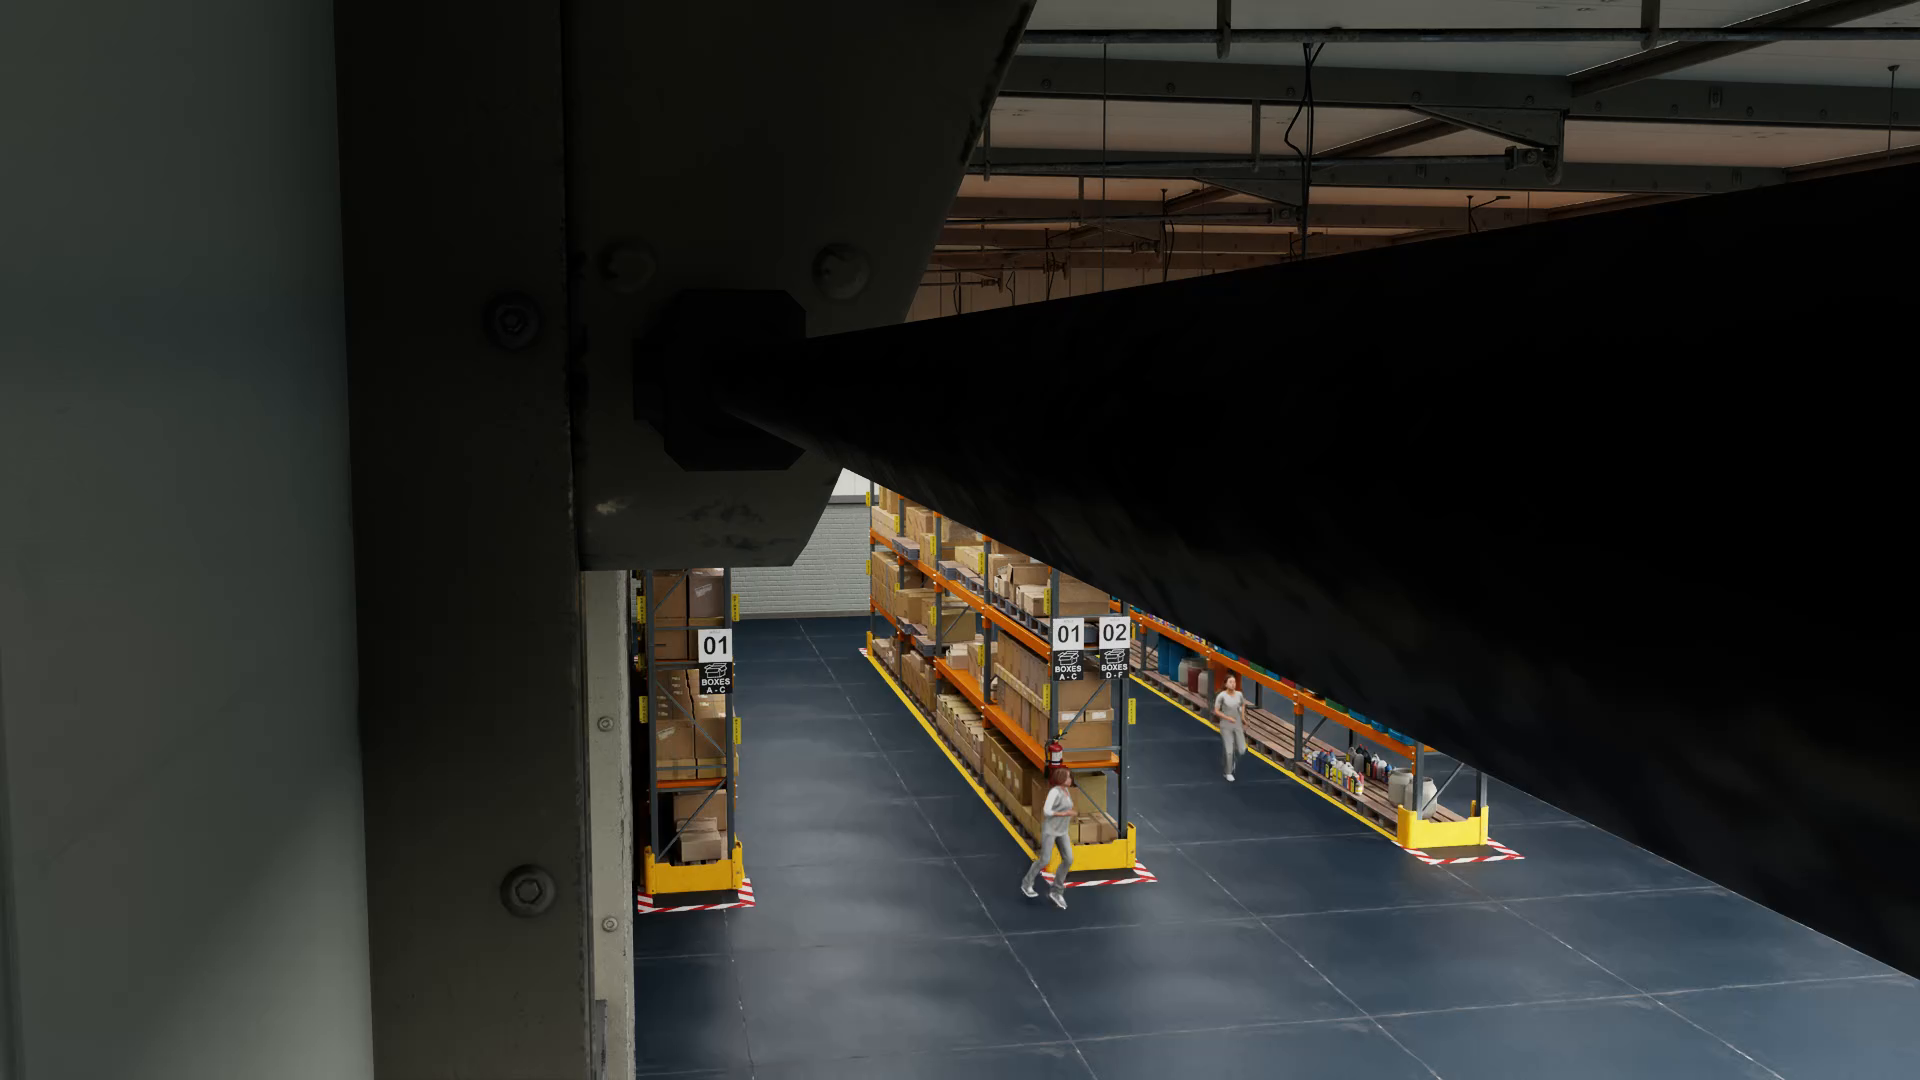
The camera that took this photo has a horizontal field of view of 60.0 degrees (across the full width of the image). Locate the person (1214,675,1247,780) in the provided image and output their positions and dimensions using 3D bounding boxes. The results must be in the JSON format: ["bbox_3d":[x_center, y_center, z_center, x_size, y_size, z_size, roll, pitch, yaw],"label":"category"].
[{"bbox_3d":[4.161,2.869,25.431,0.558,1.631,0.555,-1,6,-14],"label":"person"}]

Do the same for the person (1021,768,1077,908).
[{"bbox_3d":[1.132,3.508,19.736,0.670,1.575,0.552,5,8,40],"label":"person"}]
